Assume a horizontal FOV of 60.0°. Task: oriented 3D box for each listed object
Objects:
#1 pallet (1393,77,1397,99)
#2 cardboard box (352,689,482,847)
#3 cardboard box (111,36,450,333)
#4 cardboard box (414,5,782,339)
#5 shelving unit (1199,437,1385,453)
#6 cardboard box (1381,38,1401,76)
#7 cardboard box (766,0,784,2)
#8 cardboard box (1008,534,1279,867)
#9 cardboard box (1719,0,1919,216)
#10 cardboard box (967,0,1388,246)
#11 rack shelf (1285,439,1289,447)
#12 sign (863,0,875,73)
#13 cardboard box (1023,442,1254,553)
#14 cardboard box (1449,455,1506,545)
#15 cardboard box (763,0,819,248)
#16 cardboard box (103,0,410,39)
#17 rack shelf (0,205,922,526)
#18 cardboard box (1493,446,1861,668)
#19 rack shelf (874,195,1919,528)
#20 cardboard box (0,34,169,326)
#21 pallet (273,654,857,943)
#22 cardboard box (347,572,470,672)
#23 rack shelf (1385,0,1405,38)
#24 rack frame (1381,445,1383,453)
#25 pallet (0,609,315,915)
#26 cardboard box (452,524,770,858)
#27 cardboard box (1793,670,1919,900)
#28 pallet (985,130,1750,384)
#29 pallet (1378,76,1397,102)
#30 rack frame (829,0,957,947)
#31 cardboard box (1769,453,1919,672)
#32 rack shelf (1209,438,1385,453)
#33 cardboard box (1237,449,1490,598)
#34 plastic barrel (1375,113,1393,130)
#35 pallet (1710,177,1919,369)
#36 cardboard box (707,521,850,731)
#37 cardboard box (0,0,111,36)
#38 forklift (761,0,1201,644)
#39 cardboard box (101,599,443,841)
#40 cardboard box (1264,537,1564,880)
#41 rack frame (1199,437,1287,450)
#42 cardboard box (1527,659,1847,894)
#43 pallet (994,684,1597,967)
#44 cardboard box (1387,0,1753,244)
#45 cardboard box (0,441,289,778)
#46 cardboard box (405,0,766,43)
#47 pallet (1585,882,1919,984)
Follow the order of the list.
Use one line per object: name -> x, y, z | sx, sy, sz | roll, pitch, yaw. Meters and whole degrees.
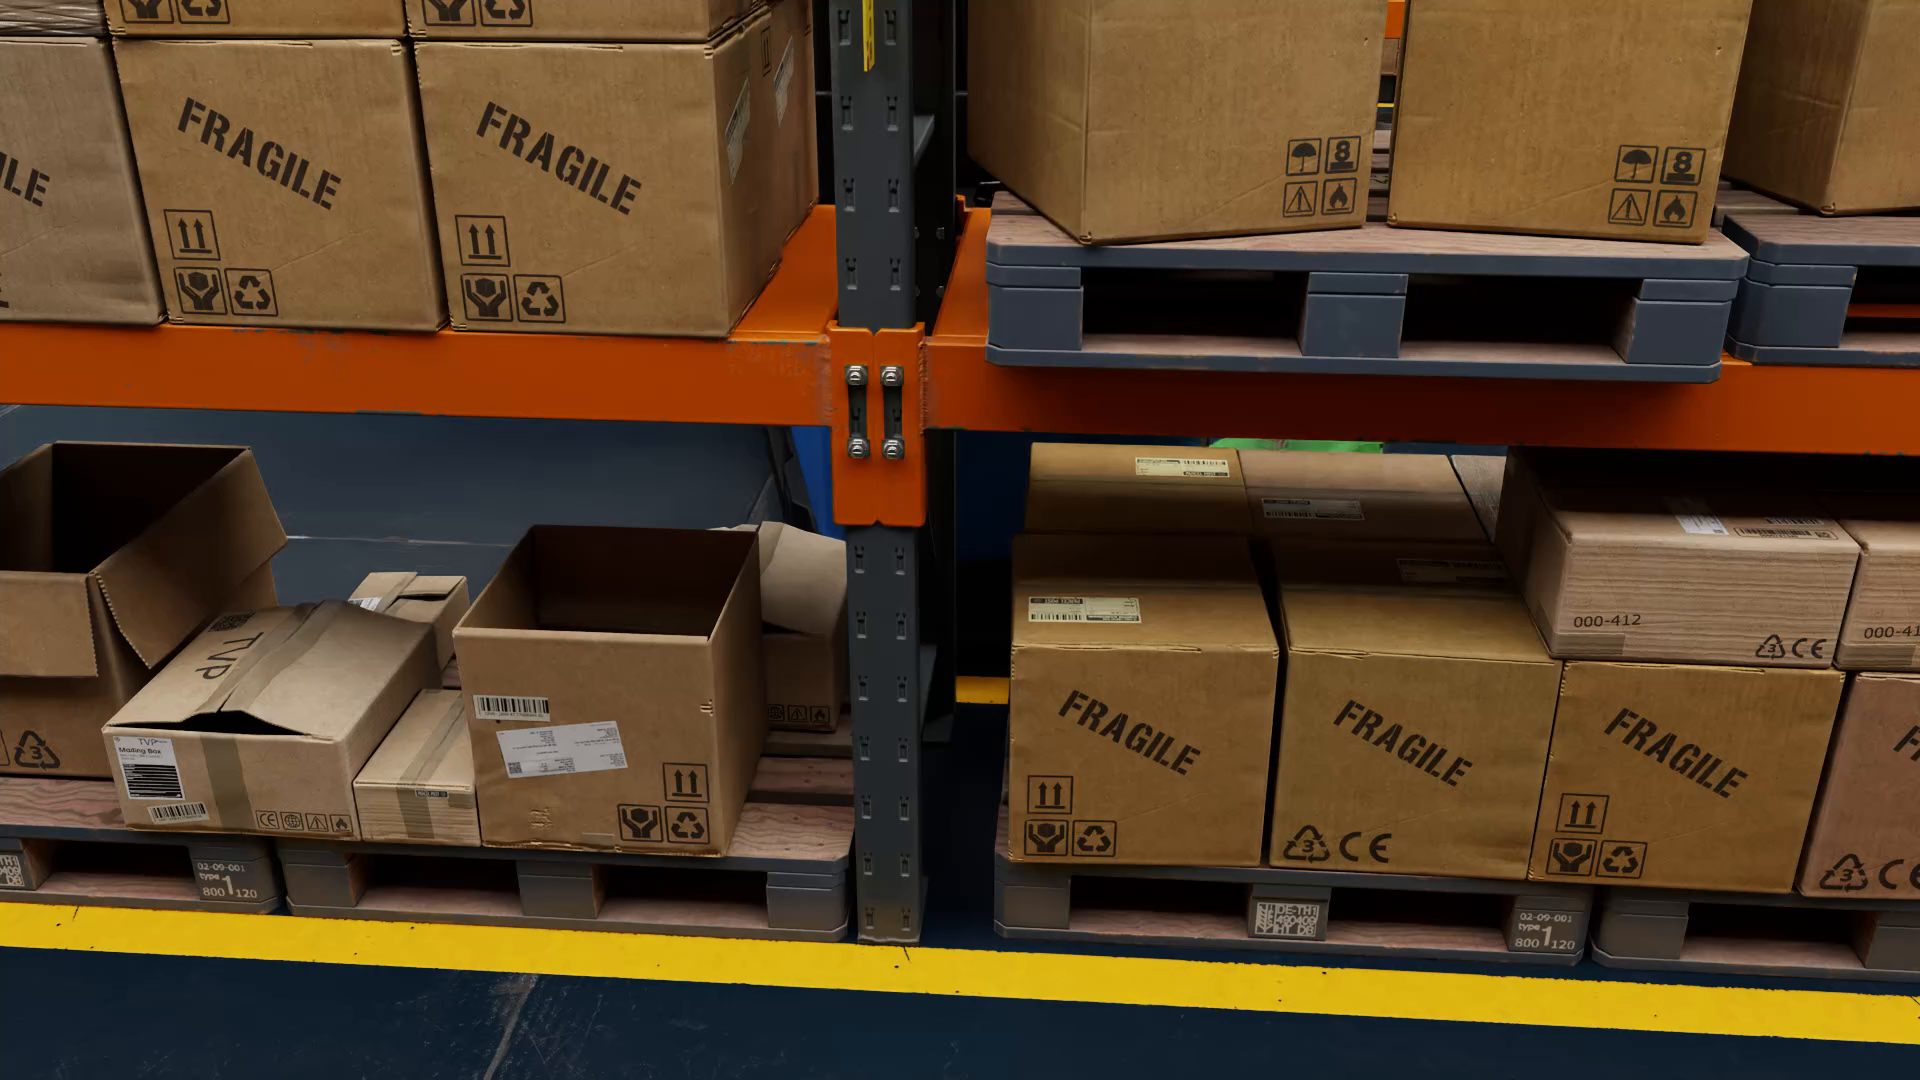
pallet -> 3.860, -3.524, 12.656 | 1.213, 0.211, 1.003 | 2, 25, 4
cardboard box -> -1.078, 0.475, 3.514 | 0.250, 0.149, 0.380 | 2, 25, 4
cardboard box -> -1.142, -0.704, 3.072 | 0.500, 0.500, 0.500 | 3, 25, 5
cardboard box -> -0.628, -0.688, 3.037 | 0.500, 0.500, 0.500 | 2, 25, 5
shelving unit -> 0.874, -0.259, 4.345 | 0.503, 1.200, 0.258 | -23, 40, -40
cardboard box -> 3.066, -4.022, 12.443 | 0.875, 0.875, 1.225 | 2, 25, 4
cardboard box -> -0.558, -1.366, 3.314 | 0.500, 0.500, 0.500 | 2, 25, 5
cardboard box -> 0.354, 0.319, 3.432 | 0.500, 0.500, 0.500 | 1, 25, 2
cardboard box -> 1.656, -0.939, 3.080 | 0.500, 0.500, 0.700 | -4, 25, -9
cardboard box -> 0.345, -0.861, 2.912 | 0.500, 0.500, 0.700 | -6, 25, -14
rack shelf -> 0.889, -0.411, 4.258 | 0.480, 0.148, 0.258 | -23, 40, -40
sign -> -0.144, -0.900, 2.583 | 0.005, 0.325, 0.100 | 2, 25, 4
cardboard box -> 0.404, 0.098, 3.912 | 0.500, 0.500, 0.500 | 2, 25, 4
cardboard box -> 1.396, 0.134, 3.835 | 0.500, 0.500, 0.500 | 2, 25, 5
cardboard box -> -0.597, -0.909, 3.517 | 0.500, 0.500, 0.500 | 2, 25, 5
cardboard box -> -1.145, -1.157, 2.860 | 0.500, 0.500, 0.500 | 1, 25, 3
rack shelf -> -2.104, -0.471, 3.545 | 4.000, 0.370, 1.077 | 2, 25, 4
cardboard box -> 1.351, 0.010, 3.206 | 0.500, 0.250, 0.500 | 2, 25, 4
rack shelf -> 1.884, -0.343, 3.267 | 4.000, 0.370, 1.077 | 2, 25, 4
cardboard box -> -1.655, -0.720, 3.106 | 0.500, 0.500, 0.500 | 2, 25, 5
pallet -> -0.795, 0.511, 3.888 | 1.213, 0.211, 1.003 | 2, 25, 4
cardboard box -> -1.375, 0.227, 4.032 | 0.250, 0.166, 0.380 | 2, 25, 4
rack shelf -> 2.267, -2.407, 7.754 | 4.000, 0.370, 1.077 | 2, 25, 4
rack frame -> 1.048, -0.331, 4.501 | 0.015, 1.200, 0.240 | -23, 40, -40
pallet -> -2.014, 0.473, 3.970 | 1.213, 0.211, 1.003 | 2, 25, 4
cardboard box -> -0.700, 0.302, 3.469 | 0.500, 0.500, 0.500 | 2, 25, 4
cardboard box -> 1.888, 0.367, 3.328 | 0.500, 0.500, 0.500 | 1, 25, 2
pallet -> 0.678, -0.575, 3.142 | 1.213, 0.211, 1.003 | 2, 25, 4
pallet -> 2.647, -3.564, 12.744 | 1.213, 0.211, 1.003 | 2, 25, 4
rack frame -> -0.110, -0.734, 3.256 | 0.127, 3.000, 1.000 | 2, 25, 4
cardboard box -> 1.851, 0.026, 3.171 | 0.500, 0.250, 0.500 | 1, 25, 3
rack shelf -> 0.869, -0.204, 4.377 | 0.480, 0.148, 0.258 | -23, 40, -40
cardboard box -> 0.896, 0.118, 3.870 | 0.500, 0.500, 0.500 | 2, 25, 4
plastic barrel -> 2.076, -1.756, 7.952 | 0.421, 0.512, 0.421 | 0, 25, 0
pallet -> 1.939, -0.579, 3.149 | 1.213, 0.211, 1.003 | 2, 25, 4
cardboard box -> -0.512, 0.184, 3.951 | 0.500, 0.311, 0.500 | 2, 25, 4
cardboard box -> -1.647, -1.173, 2.895 | 0.500, 0.500, 0.500 | 2, 25, 4
forklift -> -0.115, -1.623, 5.270 | 1.130, 2.935, 3.031 | -5, 25, -10
cardboard box -> -1.448, 0.364, 3.561 | 0.500, 0.311, 0.500 | 2, 25, 4
cardboard box -> 0.886, 0.332, 3.405 | 0.500, 0.500, 0.500 | 2, 25, 5
rack frame -> 0.701, -0.187, 4.190 | 0.015, 1.200, 0.240 | -23, 40, -40
cardboard box -> 1.384, 0.351, 3.364 | 0.500, 0.500, 0.500 | 2, 25, 5
pallet -> 0.704, 0.543, 3.817 | 1.213, 0.211, 1.003 | 2, 25, 4
cardboard box -> 1.036, -0.866, 2.921 | 0.500, 0.500, 0.700 | 6, 25, 12
cardboard box -> -1.984, 0.143, 3.812 | 0.637, 0.503, 0.797 | 2, 25, 4
cardboard box -> -0.634, -1.142, 2.827 | 0.500, 0.500, 0.500 | 2, 25, 4
pallet -> 1.924, 0.581, 3.734 | 1.213, 0.211, 1.003 | 2, 25, 4
